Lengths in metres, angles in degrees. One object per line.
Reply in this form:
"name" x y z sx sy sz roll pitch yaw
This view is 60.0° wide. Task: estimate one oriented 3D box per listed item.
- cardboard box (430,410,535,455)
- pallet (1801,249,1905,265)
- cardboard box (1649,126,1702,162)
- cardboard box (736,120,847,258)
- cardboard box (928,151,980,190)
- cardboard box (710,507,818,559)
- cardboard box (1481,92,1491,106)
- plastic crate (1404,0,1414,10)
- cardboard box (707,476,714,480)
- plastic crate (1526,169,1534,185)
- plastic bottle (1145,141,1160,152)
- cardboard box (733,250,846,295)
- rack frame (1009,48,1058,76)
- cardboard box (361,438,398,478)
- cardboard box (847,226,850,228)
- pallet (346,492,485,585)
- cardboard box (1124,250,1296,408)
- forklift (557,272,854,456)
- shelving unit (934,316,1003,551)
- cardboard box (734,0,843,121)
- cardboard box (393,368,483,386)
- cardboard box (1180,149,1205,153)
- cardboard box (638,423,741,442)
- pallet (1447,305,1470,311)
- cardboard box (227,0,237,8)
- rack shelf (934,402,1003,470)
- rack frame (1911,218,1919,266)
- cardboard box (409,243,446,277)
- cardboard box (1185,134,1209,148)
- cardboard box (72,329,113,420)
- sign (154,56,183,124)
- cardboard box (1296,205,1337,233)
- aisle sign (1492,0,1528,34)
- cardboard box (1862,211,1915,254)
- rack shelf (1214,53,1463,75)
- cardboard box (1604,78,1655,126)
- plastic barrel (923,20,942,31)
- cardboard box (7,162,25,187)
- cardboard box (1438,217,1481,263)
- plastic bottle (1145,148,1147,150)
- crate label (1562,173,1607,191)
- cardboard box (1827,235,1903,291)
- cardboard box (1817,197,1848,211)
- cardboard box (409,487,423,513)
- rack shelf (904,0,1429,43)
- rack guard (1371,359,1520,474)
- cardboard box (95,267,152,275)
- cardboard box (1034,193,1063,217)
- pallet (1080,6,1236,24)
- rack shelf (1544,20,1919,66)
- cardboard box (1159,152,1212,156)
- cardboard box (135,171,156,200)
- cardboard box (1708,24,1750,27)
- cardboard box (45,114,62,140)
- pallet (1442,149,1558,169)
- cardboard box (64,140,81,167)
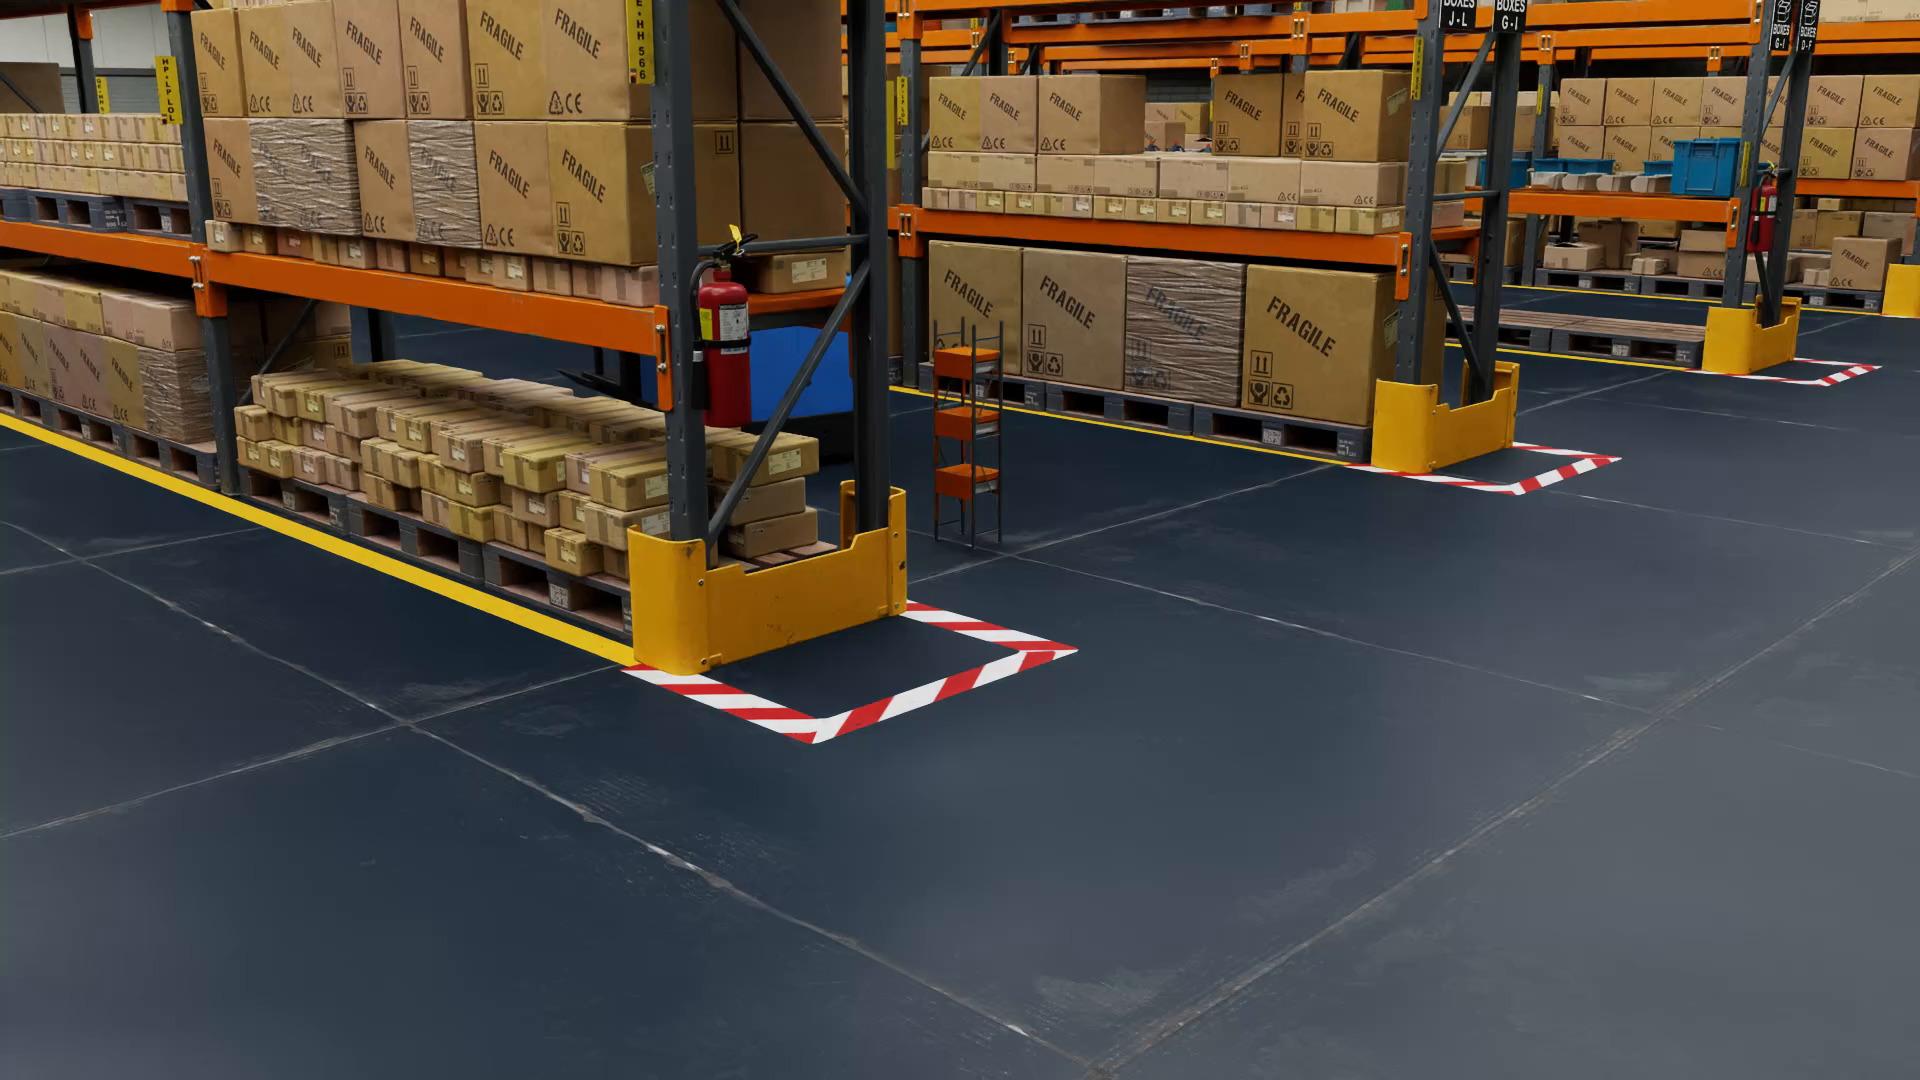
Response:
"cardboard box" -2.126 -0.469 7.423 0.250 0.149 0.380 13 19 40
"pallet" 11.660 -3.643 21.497 1.213 0.211 1.003 14 20 42
"cardboard box" 7.756 -4.187 17.852 0.500 0.500 0.500 14 20 42
"cardboard box" -0.798 -1.395 6.548 0.500 0.500 0.500 -13 20 -42
"cardboard box" 0.126 -2.598 11.661 0.500 0.250 0.500 13 20 41
"cardboard box" -0.821 -0.047 6.986 0.380 0.149 0.250 -14 20 -43
"cardboard box" 7.940 -6.398 24.224 0.500 0.250 0.500 13 20 41
"plastic crate" 4.112 -4.677 14.241 0.590 0.269 0.497 14 20 42
"cardboard box" -1.023 -0.238 7.127 0.250 0.149 0.380 14 20 42
"plastic crate" 4.870 -3.207 14.694 0.466 0.136 0.293 14 20 42
"plastic bottle" 2.024 -4.003 17.443 0.185 0.351 0.144 14 20 42
"cardboard box" -0.672 -1.068 6.582 0.250 0.149 0.380 13 20 42
"rack frame" 1.089 -5.854 24.450 0.127 3.000 1.000 14 20 42
"cardboard box" -2.550 -0.400 7.749 0.250 0.149 0.380 13 20 42
"cardboard box" -1.149 -2.096 13.409 0.875 0.875 1.225 13 19 40
"pallet" -2.155 -0.100 7.896 1.213 0.211 1.003 14 20 42
"cardboard box" 1.678 -1.388 10.692 0.875 0.875 0.875 14 20 42
"forklift" -1.721 -2.128 10.288 1.130 2.935 3.031 -9 17 -32
"shelving unit" 0.039 -0.499 7.764 0.252 1.050 0.215 14 20 42
"cardboard box" -0.805 -1.877 6.414 0.500 0.500 0.500 14 20 42
"cardboard box" -2.713 -0.791 8.658 0.250 0.149 0.380 13 20 42
"cardboard box" 3.130 -5.140 22.207 0.250 0.149 0.380 14 20 42
"cardboard box" -1.182 -0.432 7.284 0.250 0.149 0.380 14 20 42
"pallet" 3.964 -2.084 15.513 1.213 0.211 1.003 14 20 42
"cardboard box" -8.098 -6.093 18.925 0.380 0.149 0.250 -14 20 -42
"rack shelf" 0.039 -0.488 7.766 0.240 0.259 0.215 14 20 42
"rack frame" 9.728 -3.754 16.390 0.127 3.000 1.000 14 20 42
"cardboard box" -2.166 -1.243 7.251 0.250 0.149 0.380 14 20 43
"cardboard box" 3.974 -6.719 28.027 0.500 0.250 0.500 14 20 42
"cardboard box" -4.989 -1.032 10.067 0.500 0.500 0.500 13 20 41
"sign" -3.928 -2.233 8.256 0.005 0.325 0.100 14 20 42
"cardboard box" 2.176 -1.883 9.706 0.250 0.149 0.380 14 20 43
"aisle sign" 3.109 -3.256 9.324 0.004 0.787 0.394 14 20 42
"cardboard box" 11.867 -3.927 21.179 0.500 0.500 0.700 13 19 40
"rack shelf" 5.965 -7.507 26.272 4.000 0.370 1.077 14 20 42
"cardboard box" 7.364 -4.762 18.079 0.500 0.500 0.500 13 19 40
"plastic barrel" -0.383 -6.212 19.025 0.708 0.830 0.600 14 20 42
"cardboard box" -5.856 -2.346 10.654 0.380 0.149 0.250 -13 20 -41
"cardboard box" 5.944 -3.580 19.806 0.500 0.500 0.500 14 20 42
"plastic bottle" 1.938 -4.006 17.588 0.133 0.283 0.061 14 20 42
"crate label" 5.158 -2.964 13.764 0.243 0.136 0.396 14 20 42
"cardboard box" 9.166 -2.808 16.843 0.500 0.500 0.500 14 20 42
"cardboard box" 11.247 -4.327 21.429 0.250 0.149 0.380 13 19 41
"cardboard box" -2.302 -0.224 7.663 0.380 0.149 0.250 -14 20 -43
"rack shelf" 1.409 -3.410 10.547 4.000 0.370 1.077 14 20 42
"rack guard" 2.867 -0.743 9.790 0.348 0.500 1.175 14 20 42
"cardboard box" -5.380 -1.672 11.037 0.500 0.250 0.500 14 20 43
"cardboard box" 0.706 -2.240 11.079 0.250 0.149 0.380 13 20 41
"pallet" 1.957 -5.233 16.492 1.213 0.211 1.003 14 20 42
"rack shelf" 8.288 -5.207 17.446 4.000 0.370 1.077 14 20 42
"cardboard box" 1.574 -2.429 11.015 0.500 0.250 0.500 13 20 41
"cardboard box" -4.335 -1.978 9.241 0.250 0.149 0.380 14 20 42
"cardboard box" 8.105 -5.440 17.209 0.500 0.250 0.500 14 20 42
"cardboard box" -5.280 -2.498 10.054 0.380 0.149 0.250 -14 20 -42
"pallet" 6.349 -4.521 19.714 1.213 0.211 1.003 14 20 42
"cardboard box" -5.092 -2.307 9.912 0.380 0.149 0.250 -14 20 -42
